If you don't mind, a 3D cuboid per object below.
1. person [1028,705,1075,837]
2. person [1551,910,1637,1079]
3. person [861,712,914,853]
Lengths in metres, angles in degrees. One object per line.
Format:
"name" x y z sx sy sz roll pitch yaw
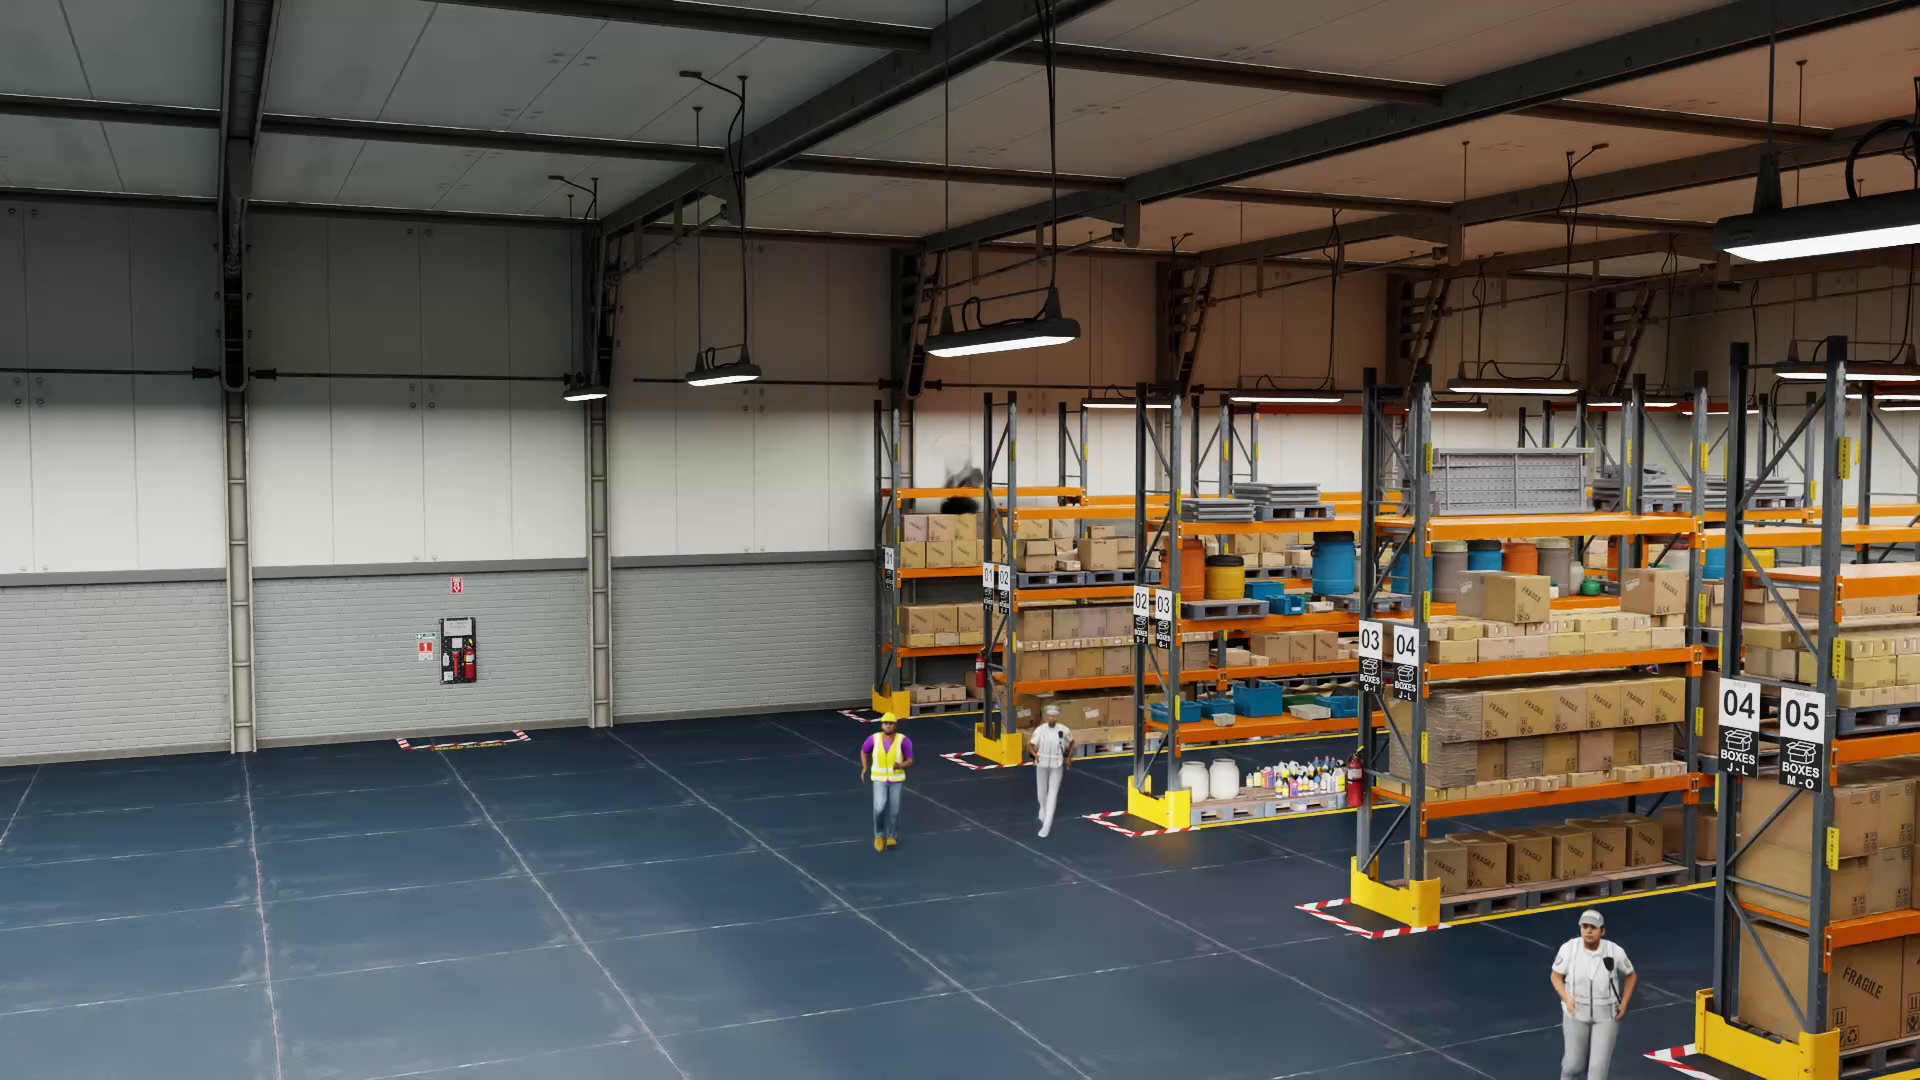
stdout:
"person" 1.213 3.030 22.157 0.616 1.687 0.949 1 3 9
"person" 4.820 3.622 12.664 0.614 1.665 0.766 1 4 22
"person" -0.918 3.061 21.017 0.676 1.769 0.698 0 3 -3
